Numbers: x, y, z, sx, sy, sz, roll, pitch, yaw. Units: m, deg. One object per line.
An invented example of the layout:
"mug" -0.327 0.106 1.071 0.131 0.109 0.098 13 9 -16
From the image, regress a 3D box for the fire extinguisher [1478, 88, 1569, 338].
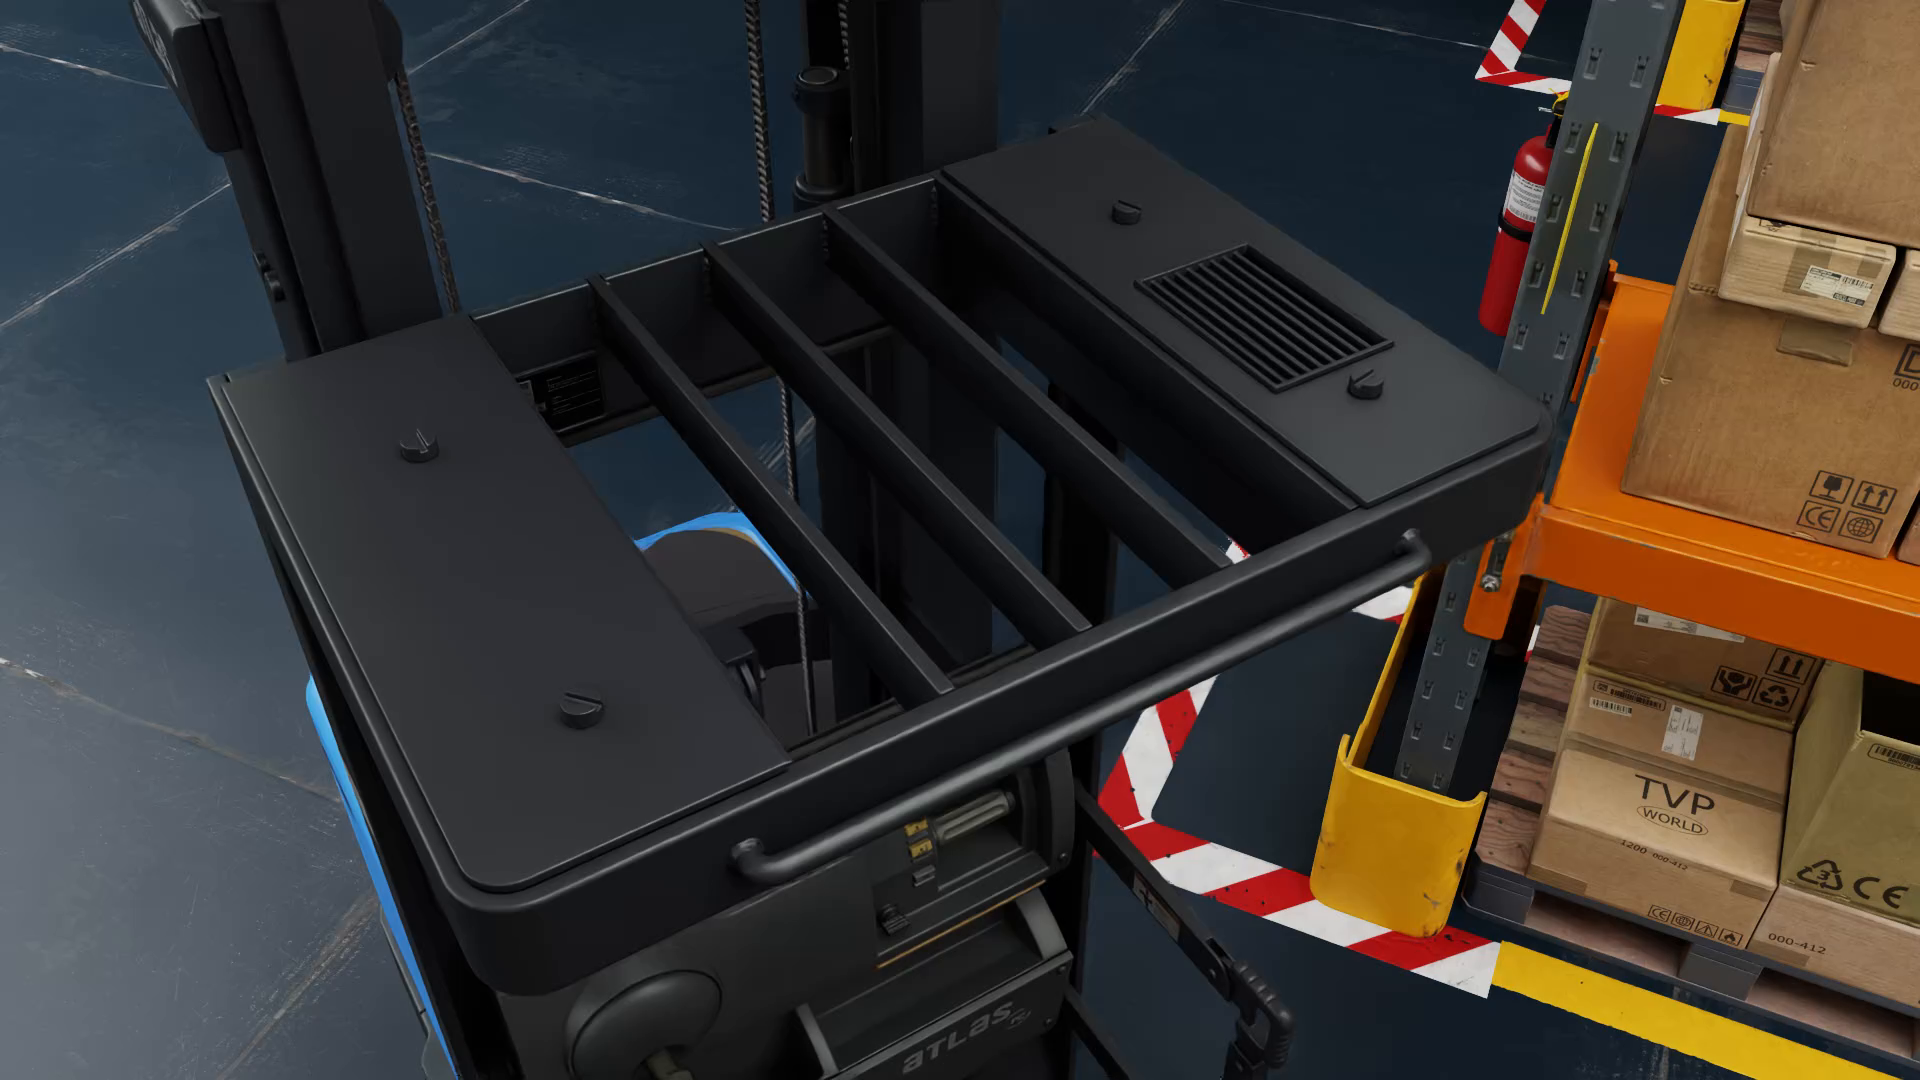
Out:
"fire extinguisher" 1.382 -0.801 3.943 0.183 0.674 0.296 17 44 19

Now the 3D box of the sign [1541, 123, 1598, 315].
"sign" 1.052 -0.551 2.874 0.005 0.325 0.100 17 44 19

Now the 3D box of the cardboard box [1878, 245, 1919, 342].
"cardboard box" 1.797 -0.497 2.961 0.250 0.149 0.380 16 43 18

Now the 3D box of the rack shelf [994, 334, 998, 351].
"rack shelf" -0.013 -0.514 4.812 0.180 0.103 0.258 17 44 19

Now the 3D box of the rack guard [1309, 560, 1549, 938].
"rack guard" 1.271 0.416 4.388 0.348 0.500 1.175 17 44 19

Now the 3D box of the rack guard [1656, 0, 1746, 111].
"rack guard" 3.452 -2.497 7.749 0.348 0.500 1.175 17 44 19

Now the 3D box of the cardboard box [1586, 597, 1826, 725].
"cardboard box" 1.904 0.047 4.111 0.500 0.500 0.500 17 44 19

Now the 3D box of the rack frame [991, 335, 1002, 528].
"rack frame" 0.070 -0.432 4.832 0.006 1.200 0.240 17 44 19

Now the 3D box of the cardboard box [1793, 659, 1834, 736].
"cardboard box" 2.362 0.463 4.204 0.500 0.250 0.500 17 44 19

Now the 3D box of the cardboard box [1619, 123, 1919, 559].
"cardboard box" 1.710 -0.423 3.371 0.500 0.500 0.700 17 44 19

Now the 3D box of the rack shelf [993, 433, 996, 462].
"rack shelf" -0.013 -0.242 5.048 0.180 0.103 0.258 17 44 19

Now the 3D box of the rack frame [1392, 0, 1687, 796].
"rack frame" 1.292 -0.522 3.562 0.127 3.000 1.000 17 44 19

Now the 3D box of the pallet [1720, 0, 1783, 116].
"pallet" 4.174 -2.142 7.560 1.213 0.211 1.003 17 44 19

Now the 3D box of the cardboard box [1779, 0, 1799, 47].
"cardboard box" 3.973 -2.368 7.409 0.500 0.311 0.500 12 42 14

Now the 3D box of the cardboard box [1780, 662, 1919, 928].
"cardboard box" 2.138 0.493 3.597 0.500 0.500 0.500 17 44 19

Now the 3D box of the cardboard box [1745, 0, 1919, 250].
"cardboard box" 1.758 -0.898 2.929 0.500 0.500 0.700 17 44 19

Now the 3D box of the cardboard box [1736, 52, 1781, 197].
"cardboard box" 1.719 -0.812 3.325 0.250 0.149 0.380 16 44 18

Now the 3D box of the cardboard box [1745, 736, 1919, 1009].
"cardboard box" 2.139 0.776 3.844 0.500 0.250 0.500 17 44 19

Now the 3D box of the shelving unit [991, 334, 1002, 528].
"shelving unit" -0.013 -0.457 4.862 0.189 1.200 0.258 17 44 19

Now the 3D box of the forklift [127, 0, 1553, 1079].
"forklift" -0.120 0.599 2.322 1.130 2.935 3.031 -22 46 -24

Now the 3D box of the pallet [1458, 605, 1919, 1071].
"pallet" 2.003 0.719 4.259 1.213 0.211 1.003 17 44 19

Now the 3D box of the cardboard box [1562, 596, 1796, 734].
"cardboard box" 1.903 0.332 4.356 0.500 0.250 0.500 17 44 19

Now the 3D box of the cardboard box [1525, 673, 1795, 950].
"cardboard box" 1.684 0.639 4.001 0.500 0.250 0.500 17 44 19

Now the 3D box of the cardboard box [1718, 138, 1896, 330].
"cardboard box" 1.557 -0.568 3.044 0.250 0.149 0.380 17 44 18

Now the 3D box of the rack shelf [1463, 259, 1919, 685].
"rack shelf" 3.105 0.304 3.158 4.000 0.370 1.077 17 44 19

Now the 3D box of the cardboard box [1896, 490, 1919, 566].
"cardboard box" 2.188 -0.280 3.206 0.500 0.500 0.700 18 44 20
